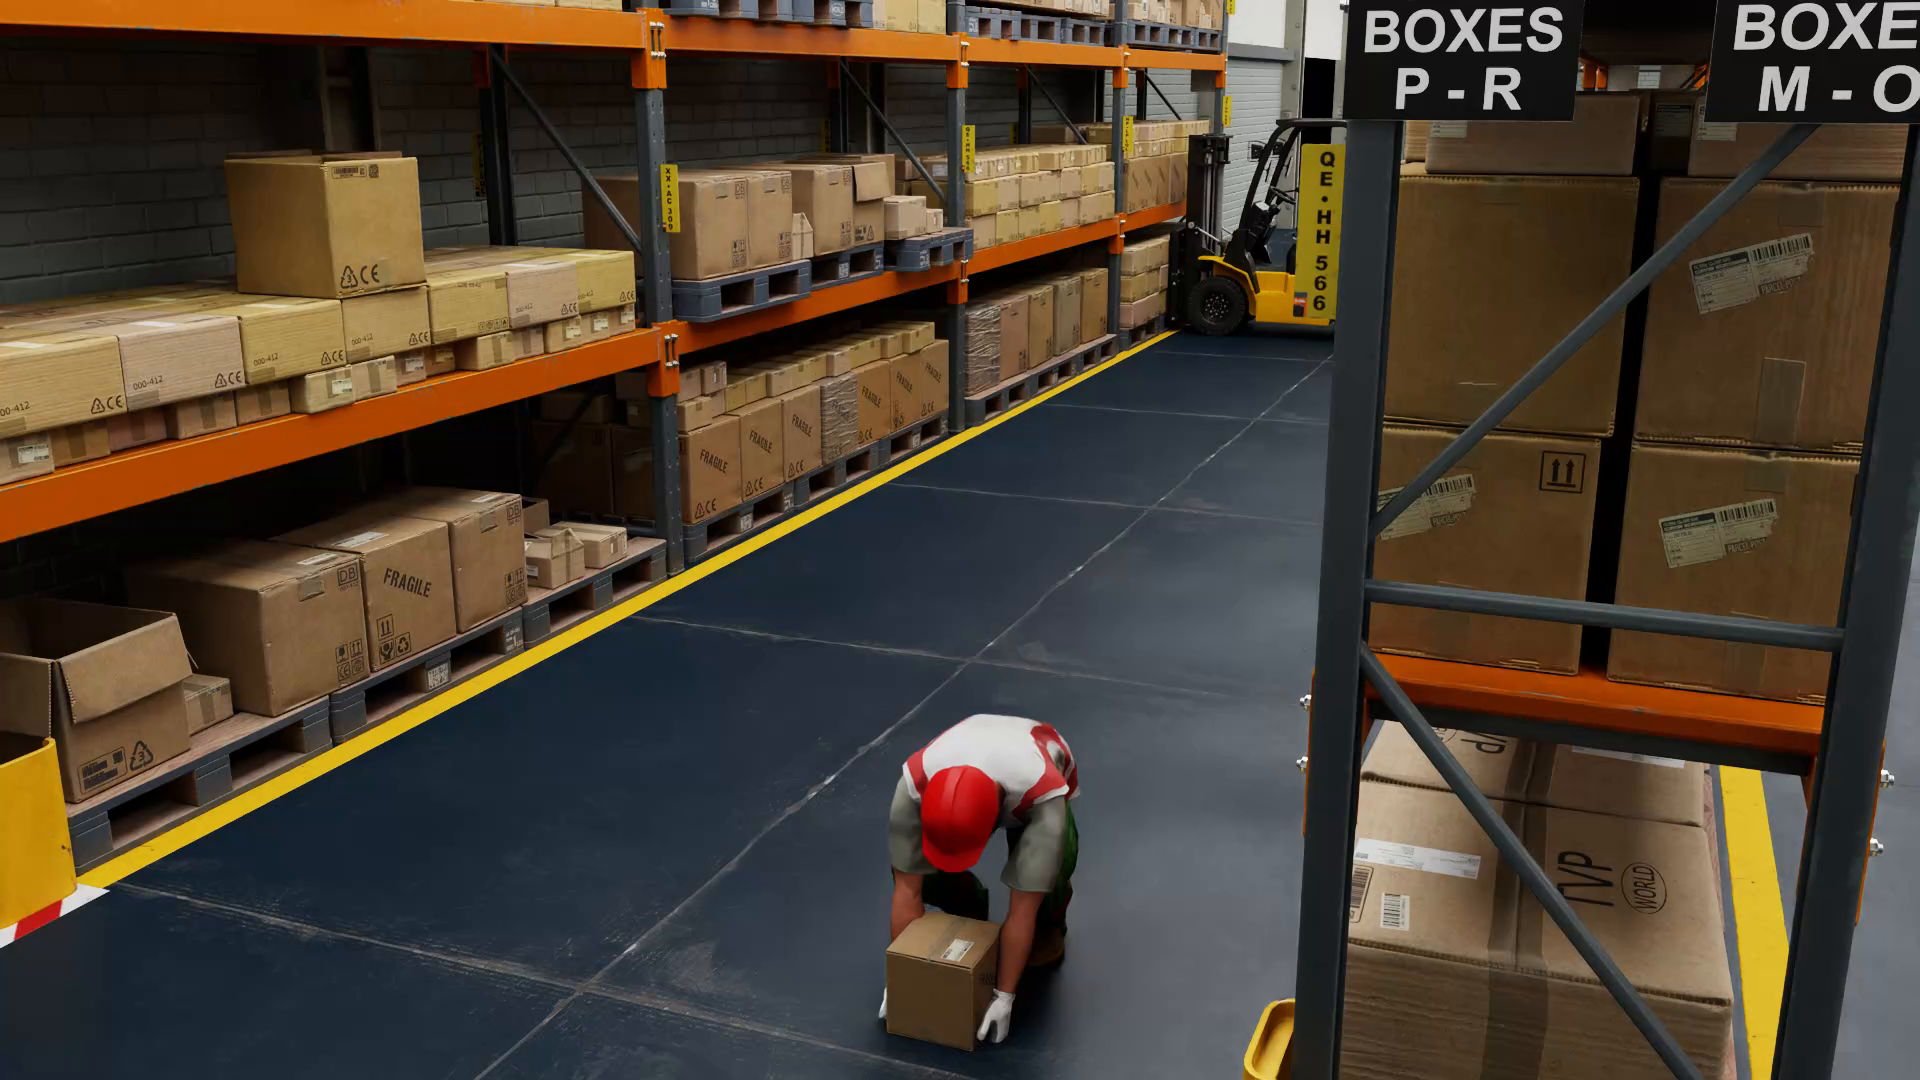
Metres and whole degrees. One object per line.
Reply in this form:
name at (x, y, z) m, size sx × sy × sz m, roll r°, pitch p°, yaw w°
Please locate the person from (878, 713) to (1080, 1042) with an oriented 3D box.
person at (0.073, 0.900, 4.730) m, size 0.532 × 0.844 × 0.938 m, roll 5°, pitch 16°, yaw 18°
